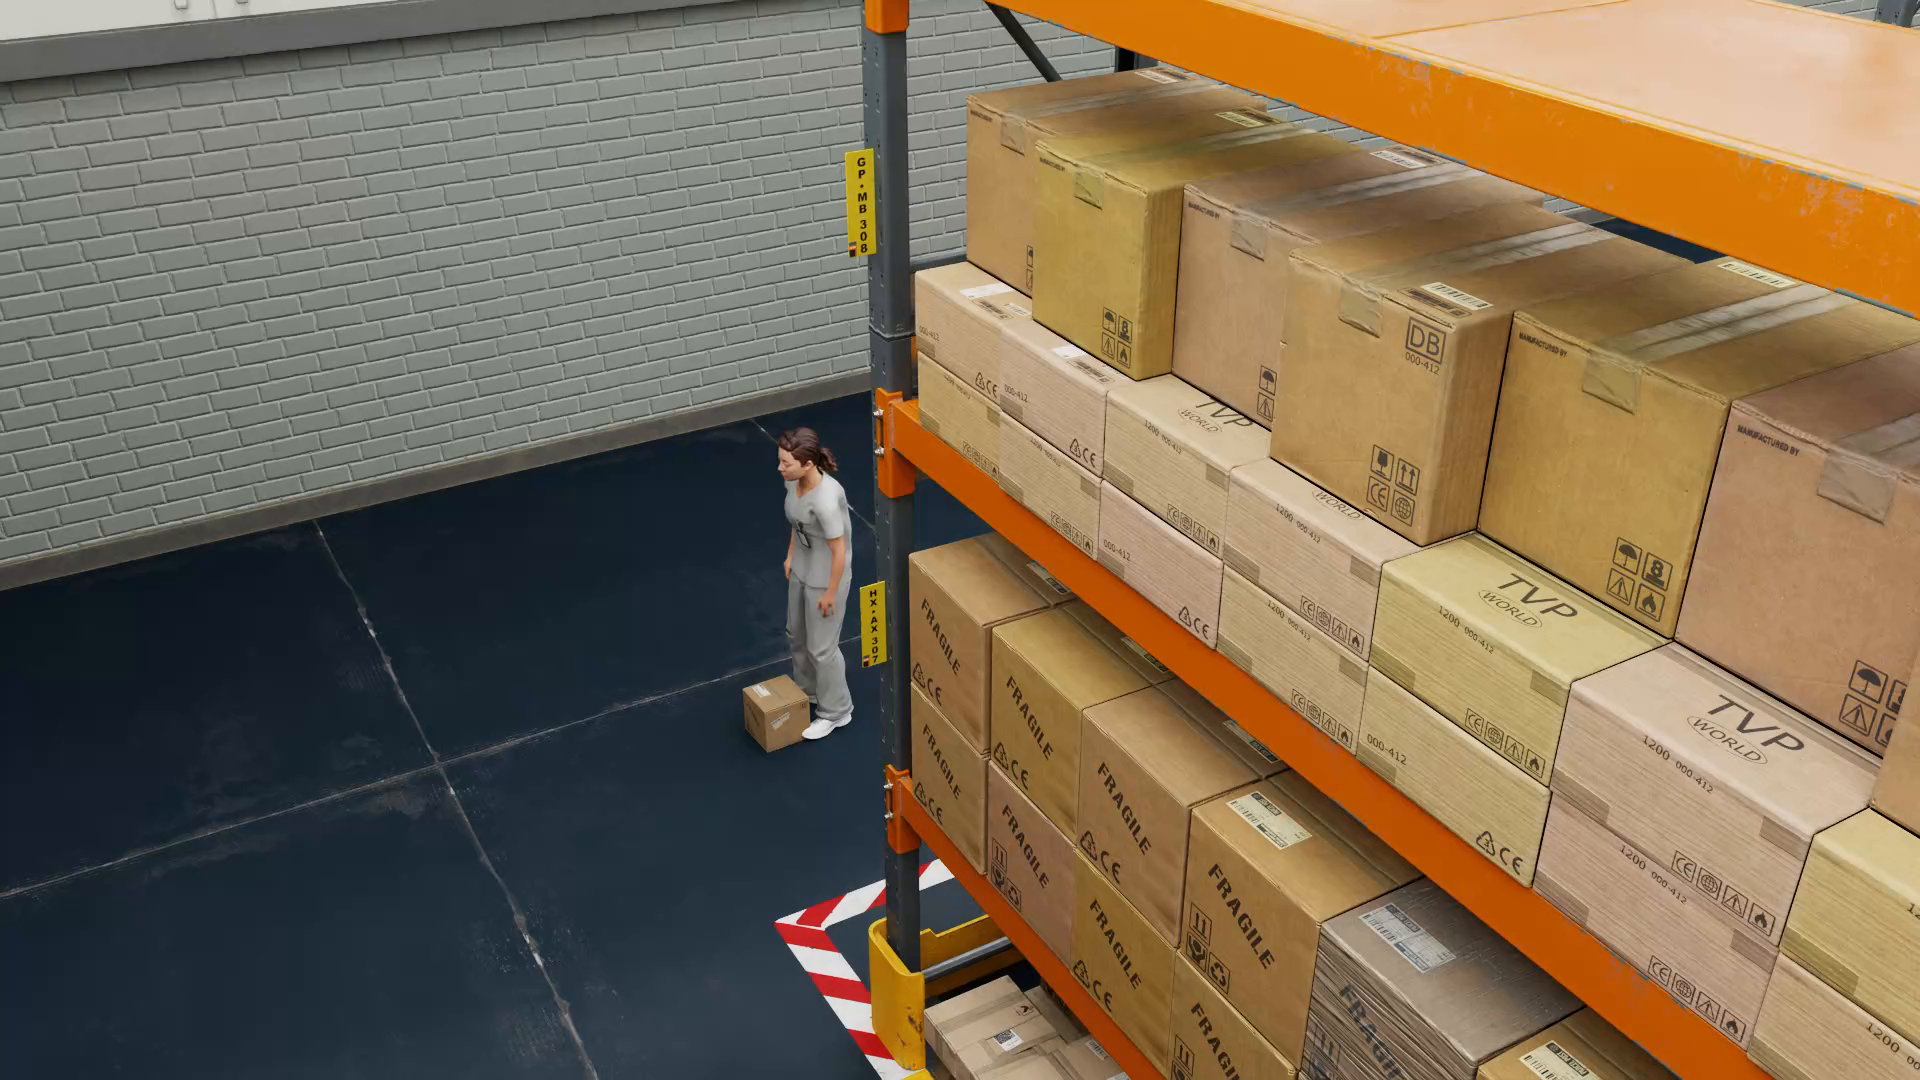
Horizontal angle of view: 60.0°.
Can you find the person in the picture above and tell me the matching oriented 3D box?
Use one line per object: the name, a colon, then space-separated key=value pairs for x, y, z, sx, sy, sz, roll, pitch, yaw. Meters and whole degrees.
person: x=-0.722 y=0.188 z=8.220 sx=0.358 sy=1.672 sz=0.486 roll=-17 pitch=33 yaw=-27
